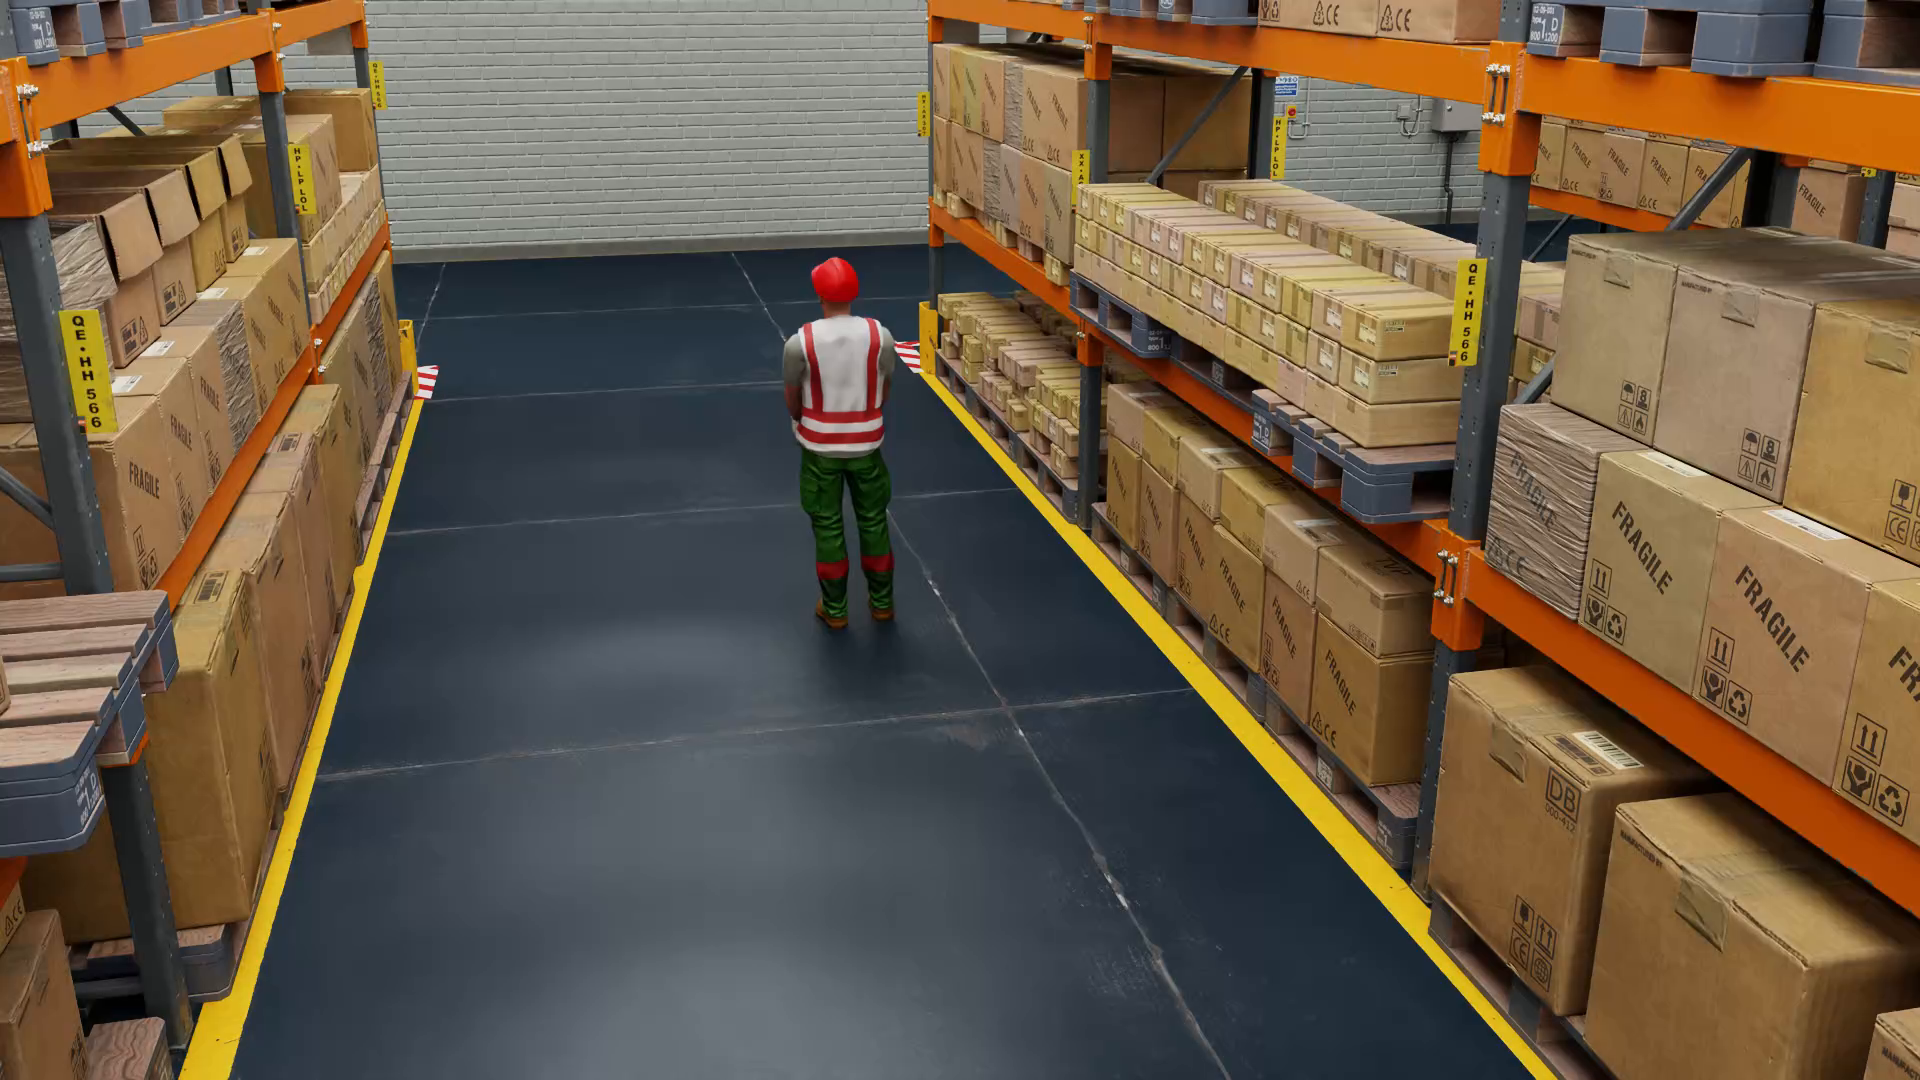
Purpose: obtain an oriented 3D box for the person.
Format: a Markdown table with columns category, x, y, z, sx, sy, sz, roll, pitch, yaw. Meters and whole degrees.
| category | x | y | z | sx | sy | sz | roll | pitch | yaw |
| --- | --- | --- | --- | --- | --- | --- | --- | --- | --- |
| person | -0.563 | -0.459 | 7.829 | 0.539 | 1.793 | 0.513 | -4 | 20 | -12 |
